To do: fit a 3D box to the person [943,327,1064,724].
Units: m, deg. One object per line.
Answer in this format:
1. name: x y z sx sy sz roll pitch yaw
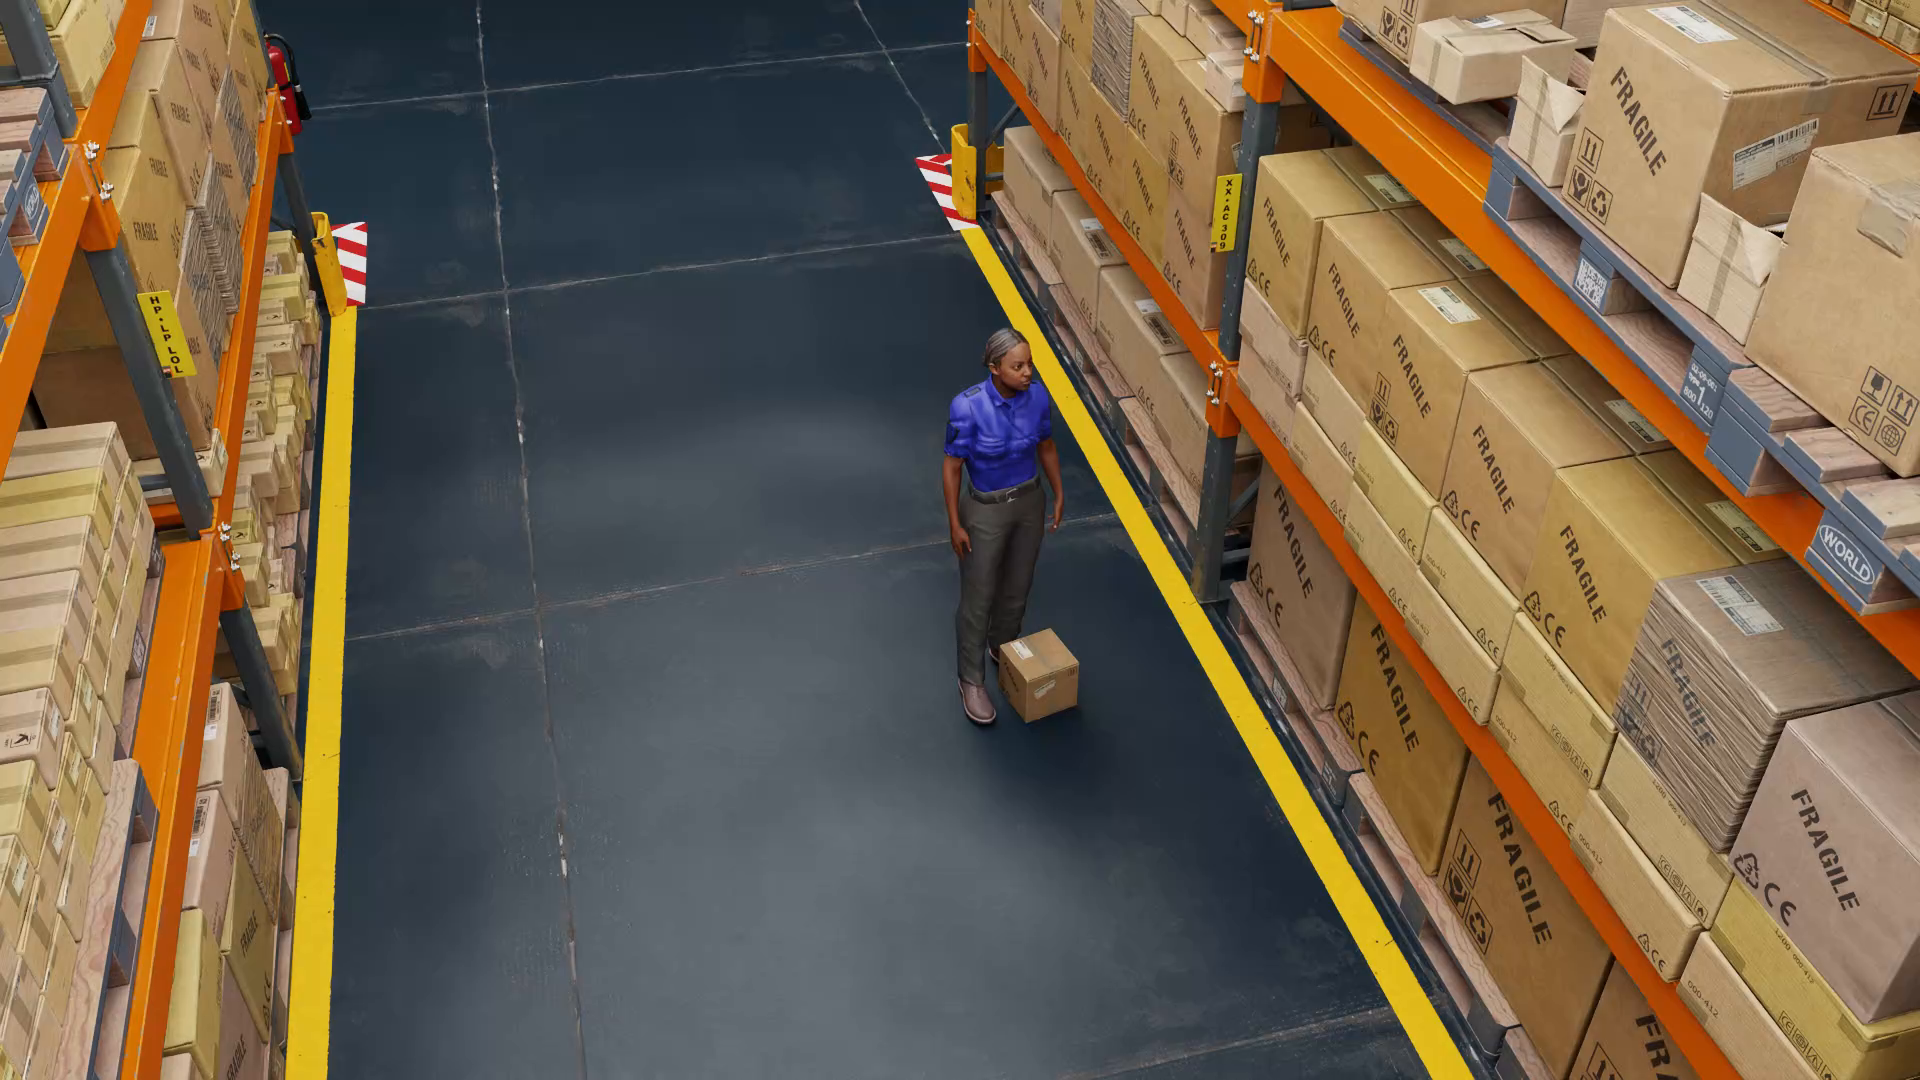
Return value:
1. person: 0.204 -0.066 6.788 0.569 1.657 0.502 -19 42 -22
